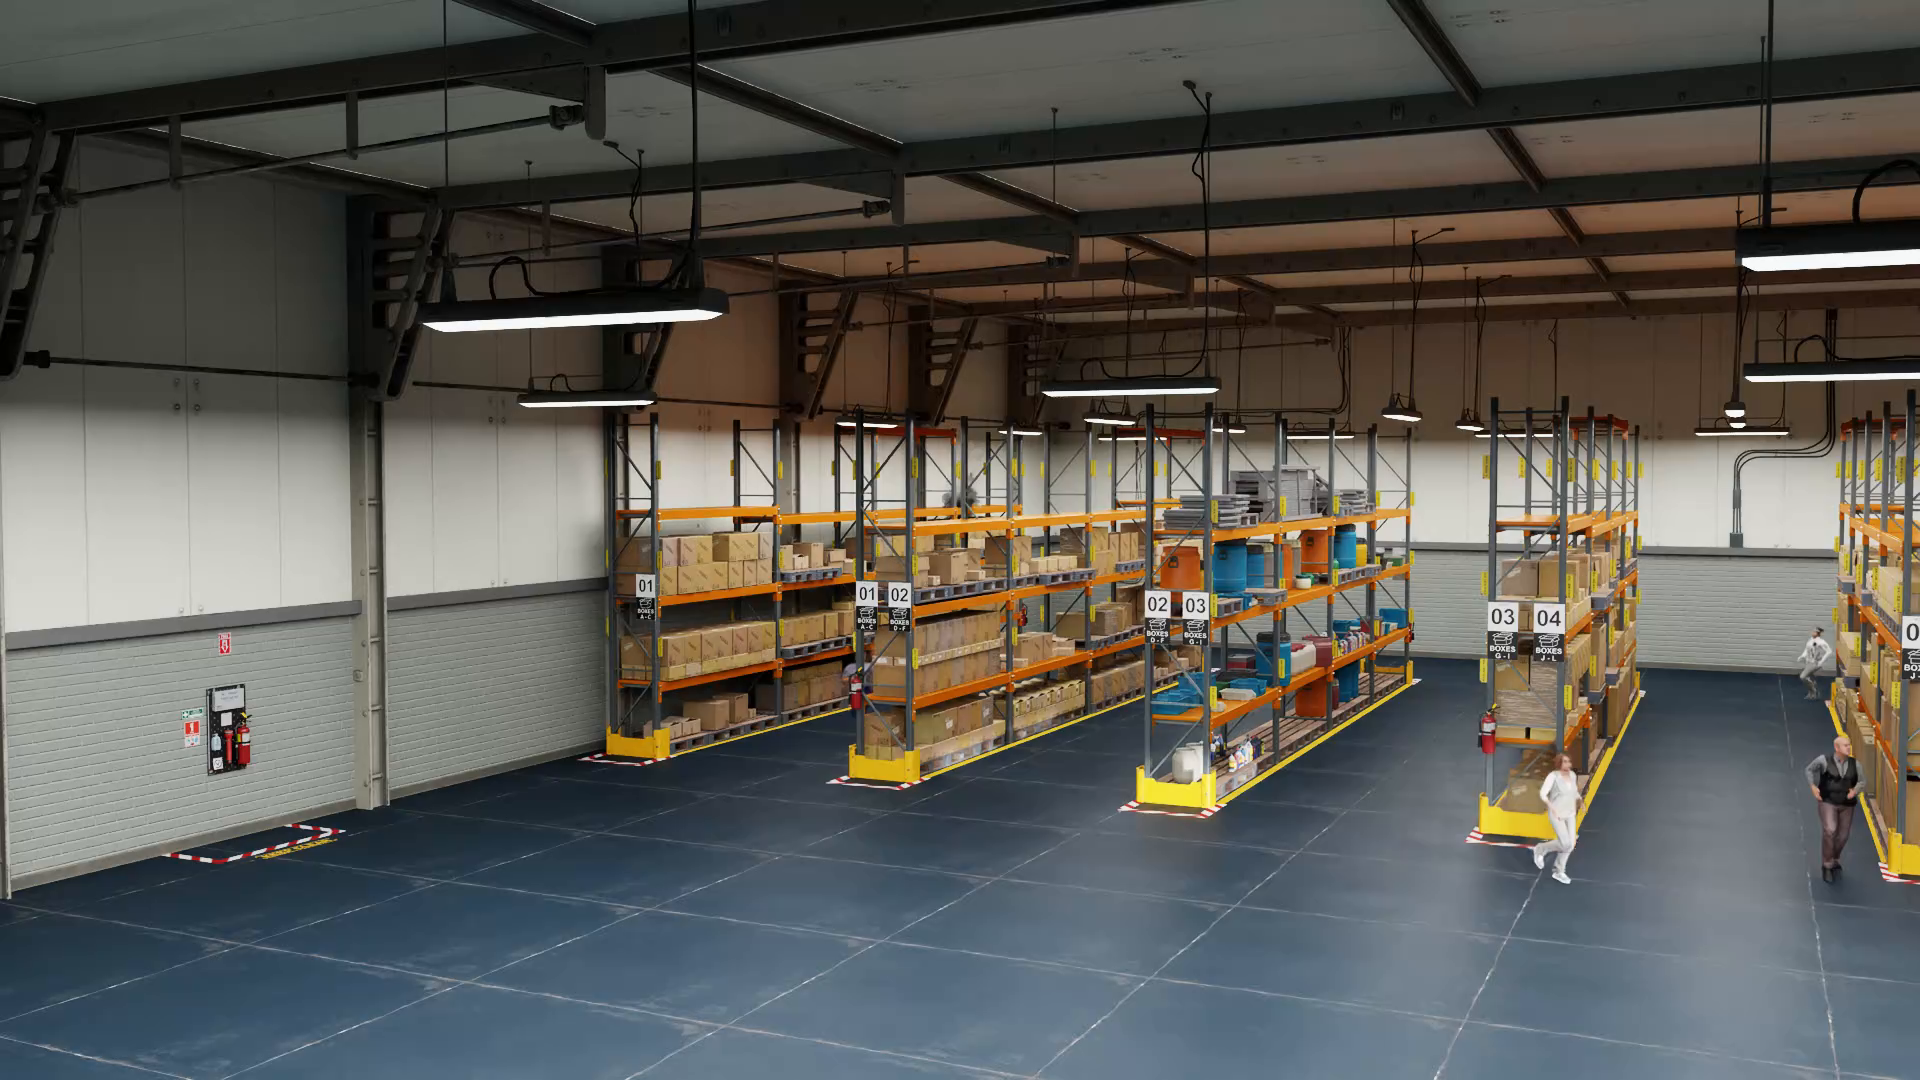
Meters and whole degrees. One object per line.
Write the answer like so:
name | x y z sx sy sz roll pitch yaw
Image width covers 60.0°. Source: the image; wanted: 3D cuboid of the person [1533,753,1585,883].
person | 7.342 3.375 20.321 0.531 1.572 0.583 -1 3 -22

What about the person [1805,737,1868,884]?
person | 10.788 3.292 20.426 0.656 1.761 0.796 0 2 10

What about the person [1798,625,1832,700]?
person | 18.488 2.661 36.028 0.583 1.641 0.675 0 2 -1

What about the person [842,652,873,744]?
person | -1.873 2.877 30.716 0.589 1.663 0.883 1 2 14
